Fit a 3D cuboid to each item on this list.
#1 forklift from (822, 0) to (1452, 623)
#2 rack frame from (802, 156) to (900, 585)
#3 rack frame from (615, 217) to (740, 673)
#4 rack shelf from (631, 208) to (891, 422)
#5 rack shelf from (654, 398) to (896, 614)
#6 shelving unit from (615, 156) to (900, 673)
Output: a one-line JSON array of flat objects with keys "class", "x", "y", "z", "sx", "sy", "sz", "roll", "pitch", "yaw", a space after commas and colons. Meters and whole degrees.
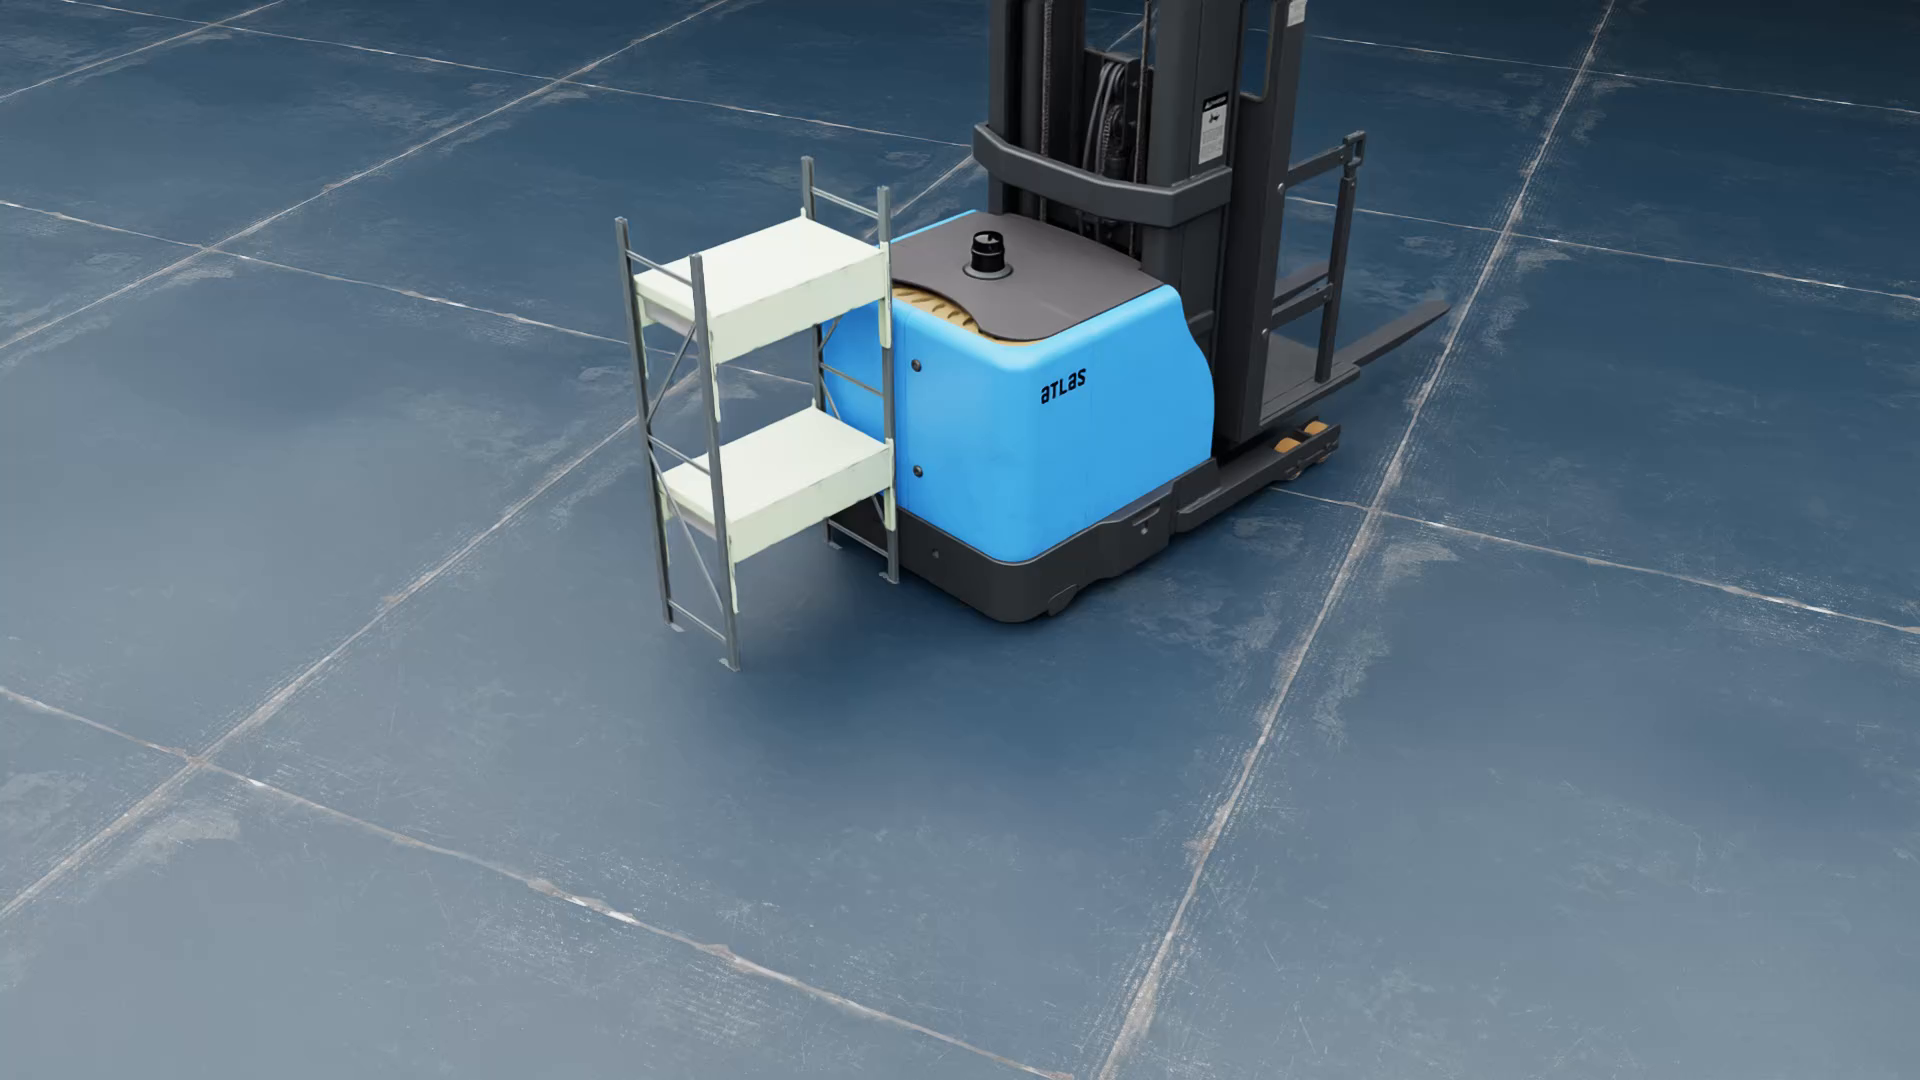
[{"class": "forklift", "x": 0.891, "y": -1.645, "z": 6.085, "sx": 3.031, "sy": 2.935, "sz": 1.130, "roll": -28, "pitch": 43, "yaw": -36}, {"class": "rack frame", "x": -0.368, "y": -0.545, "z": 5.714, "sx": 0.023, "sy": 1.500, "sz": 0.400, "roll": -29, "pitch": 43, "yaw": -36}, {"class": "rack frame", "x": -0.887, "y": -0.262, "z": 5.282, "sx": 0.023, "sy": 1.500, "sz": 0.400, "roll": -29, "pitch": 43, "yaw": -36}, {"class": "rack shelf", "x": -0.627, "y": -0.730, "z": 5.284, "sx": 0.720, "sy": 0.370, "sz": 0.431, "roll": -29, "pitch": 43, "yaw": -36}, {"class": "rack shelf", "x": -0.627, "y": -0.131, "z": 5.677, "sx": 0.720, "sy": 0.370, "sz": 0.431, "roll": -29, "pitch": 43, "yaw": -36}, {"class": "shelving unit", "x": -0.627, "y": -0.404, "z": 5.498, "sx": 0.755, "sy": 1.500, "sz": 0.431, "roll": -29, "pitch": 43, "yaw": -36}]
